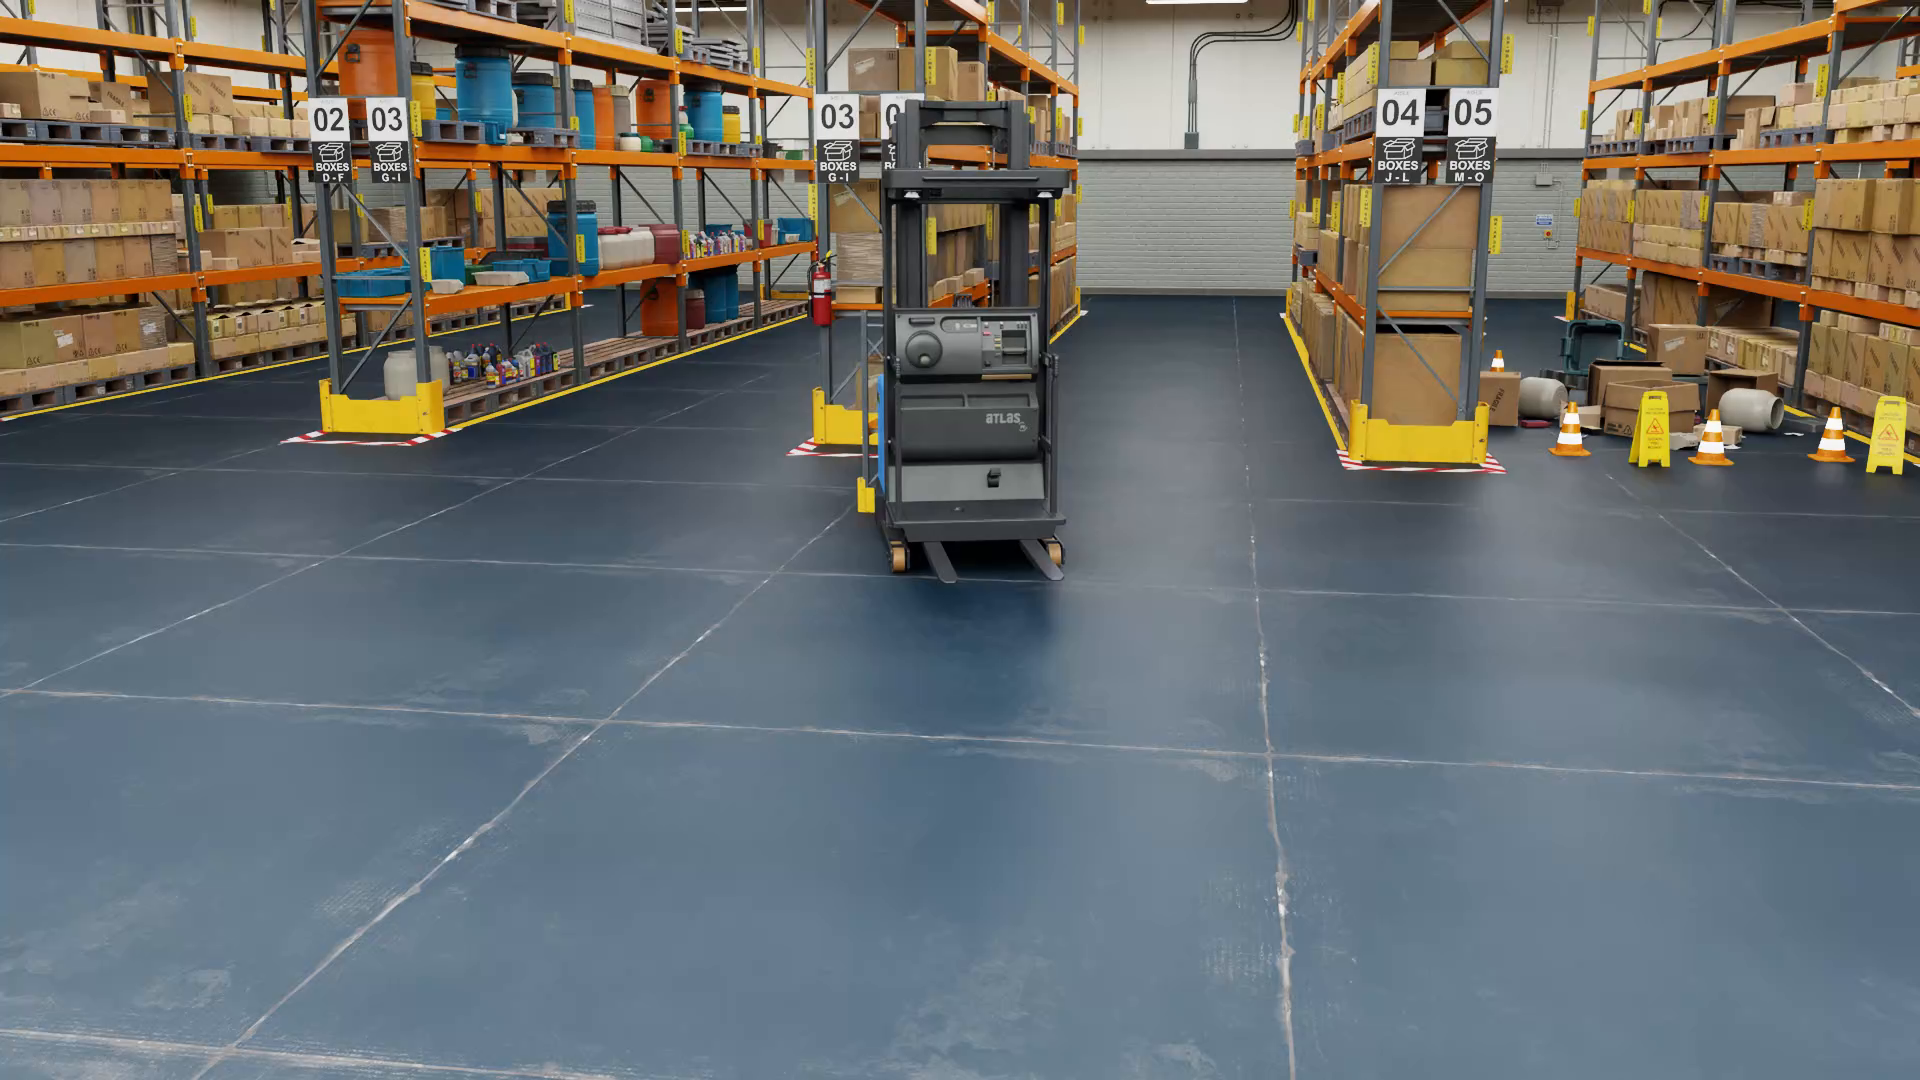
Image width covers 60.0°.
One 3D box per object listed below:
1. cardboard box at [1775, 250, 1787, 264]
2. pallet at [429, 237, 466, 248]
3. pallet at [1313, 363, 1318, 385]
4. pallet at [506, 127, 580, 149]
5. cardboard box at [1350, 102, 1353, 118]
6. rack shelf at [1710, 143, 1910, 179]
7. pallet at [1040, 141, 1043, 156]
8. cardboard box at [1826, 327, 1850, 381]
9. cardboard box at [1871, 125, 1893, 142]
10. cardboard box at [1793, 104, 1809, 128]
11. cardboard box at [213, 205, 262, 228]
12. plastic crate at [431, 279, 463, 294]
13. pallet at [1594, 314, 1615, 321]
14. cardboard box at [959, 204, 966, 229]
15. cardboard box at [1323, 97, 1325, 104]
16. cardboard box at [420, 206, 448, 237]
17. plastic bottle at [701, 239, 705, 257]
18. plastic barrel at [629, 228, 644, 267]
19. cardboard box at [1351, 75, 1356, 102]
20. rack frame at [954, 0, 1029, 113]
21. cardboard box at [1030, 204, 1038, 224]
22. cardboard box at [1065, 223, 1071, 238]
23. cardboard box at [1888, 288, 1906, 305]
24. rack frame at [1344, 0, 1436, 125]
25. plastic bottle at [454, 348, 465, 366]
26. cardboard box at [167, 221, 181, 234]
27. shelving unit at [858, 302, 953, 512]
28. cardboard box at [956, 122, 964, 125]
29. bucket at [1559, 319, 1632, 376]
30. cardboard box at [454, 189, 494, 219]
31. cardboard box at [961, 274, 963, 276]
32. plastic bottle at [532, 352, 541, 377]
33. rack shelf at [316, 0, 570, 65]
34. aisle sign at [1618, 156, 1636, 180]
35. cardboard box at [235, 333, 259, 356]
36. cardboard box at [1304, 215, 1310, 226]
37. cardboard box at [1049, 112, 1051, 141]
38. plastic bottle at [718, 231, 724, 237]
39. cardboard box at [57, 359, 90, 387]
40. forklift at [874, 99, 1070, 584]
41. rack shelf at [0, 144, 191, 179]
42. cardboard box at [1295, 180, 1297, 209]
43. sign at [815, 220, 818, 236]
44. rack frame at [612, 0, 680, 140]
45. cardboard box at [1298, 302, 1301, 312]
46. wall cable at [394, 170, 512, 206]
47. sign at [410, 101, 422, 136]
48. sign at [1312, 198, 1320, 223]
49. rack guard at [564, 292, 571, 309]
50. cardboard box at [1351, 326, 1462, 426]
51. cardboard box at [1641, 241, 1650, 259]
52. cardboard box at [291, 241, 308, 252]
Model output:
[{"bbox_3d":[9.471,-3.199,18.816,0.380,0.149,0.250,2,12,8],"label":"cardboard box"},{"bbox_3d":[-8.978,-4.943,27.764,1.003,0.211,1.213,2,12,9],"label":"pallet"},{"bbox_3d":[4.925,-2.085,20.667,1.003,0.211,1.213,2,12,9],"label":"pallet"},{"bbox_3d":[-5.098,-4.593,19.015,1.213,0.211,1.003,2,12,9],"label":"pallet"},{"bbox_3d":[4.149,-4.352,16.807,0.380,0.149,0.250,2,12,8],"label":"cardboard box"},{"bbox_3d":[9.910,-4.422,19.480,1.077,0.370,4.000,2,12,9],"label":"rack shelf"},{"bbox_3d":[0.641,-5.788,24.557,1.003,0.211,1.213,2,12,11],"label":"pallet"},{"bbox_3d":[9.174,-1.893,16.907,0.500,0.500,0.500,2,12,11],"label":"cardboard box"},{"bbox_3d":[9.027,-3.912,16.003,0.380,0.149,0.250,2,12,8],"label":"cardboard box"},{"bbox_3d":[9.632,-4.721,18.518,0.500,0.250,0.500,2,12,9],"label":"cardboard box"},{"bbox_3d":[-13.425,-5.770,30.434,0.980,0.700,0.700,2,12,7],"label":"cardboard box"},{"bbox_3d":[-5.243,-2.587,17.003,0.298,0.136,0.250,2,12,9],"label":"plastic crate"},{"bbox_3d":[11.212,-3.604,27.714,1.003,0.211,1.213,2,12,9],"label":"pallet"},{"bbox_3d":[-0.221,-3.481,17.207,0.500,0.500,0.500,2,12,9],"label":"cardboard box"},{"bbox_3d":[5.180,-5.952,22.819,0.396,0.266,0.258,2,12,9],"label":"cardboard box"},{"bbox_3d":[-9.041,-5.362,28.020,0.700,0.500,0.500,-2,12,-10],"label":"cardboard box"},{"bbox_3d":[-3.911,-4.417,25.176,0.097,0.271,0.097,0,12,0],"label":"plastic bottle"},{"bbox_3d":[-4.481,-3.951,22.442,0.421,0.512,0.421,0,12,0],"label":"plastic barrel"},{"bbox_3d":[4.191,-4.520,16.644,0.500,0.250,0.500,2,12,8],"label":"cardboard box"},{"bbox_3d":[0.425,-6.978,22.510,1.000,3.000,0.127,2,12,9],"label":"rack frame"},{"bbox_3d":[0.754,-5.011,25.008,0.797,0.503,0.637,2,12,10],"label":"cardboard box"},{"bbox_3d":[1.687,-5.461,29.365,0.500,0.250,0.500,1,12,7],"label":"cardboard box"},{"bbox_3d":[8.961,-2.289,15.591,0.380,0.149,0.250,2,12,8],"label":"cardboard box"},{"bbox_3d":[4.696,-5.963,17.803,1.000,3.000,0.127,2,12,9],"label":"rack frame"},{"bbox_3d":[-5.712,-2.010,18.946,0.144,0.351,0.185,2,12,8],"label":"plastic bottle"},{"bbox_3d":[-9.808,-3.836,20.398,0.380,0.149,0.250,2,12,9],"label":"cardboard box"},{"bbox_3d":[-0.367,-1.043,12.775,0.587,1.500,1.083,3,12,12],"label":"shelving unit"},{"bbox_3d":[-0.247,-4.184,17.022,0.500,0.250,0.500,2,12,10],"label":"cardboard box"},{"bbox_3d":[6.953,-2.070,18.142,0.726,0.611,0.620,7,4,28],"label":"bucket"},{"bbox_3d":[-8.397,-5.826,28.796,0.500,0.500,0.500,2,12,10],"label":"cardboard box"},{"bbox_3d":[-0.174,-2.777,17.853,0.380,0.149,0.250,2,12,9],"label":"cardboard box"},{"bbox_3d":[-4.911,-2.041,19.249,0.061,0.283,0.133,3,12,12],"label":"plastic bottle"},{"bbox_3d":[-5.391,-5.342,17.577,1.077,0.370,4.000,2,12,9],"label":"rack shelf"},{"bbox_3d":[11.765,-6.665,29.129,0.394,0.787,0.004,2,12,9],"label":"aisle sign"},{"bbox_3d":[-9.591,-2.577,21.863,0.500,0.250,0.500,2,12,10],"label":"cardboard box"},{"bbox_3d":[5.014,-4.460,23.256,0.380,0.149,0.250,2,12,10],"label":"cardboard box"},{"bbox_3d":[1.189,-6.924,27.908,0.700,0.500,0.500,3,12,12],"label":"cardboard box"},{"bbox_3d":[-3.842,-4.778,26.662,0.144,0.351,0.185,2,12,9],"label":"plastic bottle"},{"bbox_3d":[-10.140,-1.875,18.604,0.500,0.250,0.500,2,12,9],"label":"cardboard box"},{"bbox_3d":[0.073,-1.301,10.574,1.130,2.935,3.031,-1,12,-6],"label":"forklift"},{"bbox_3d":[-10.285,-4.232,18.599,1.077,0.370,4.000,2,12,9],"label":"rack shelf"},{"bbox_3d":[6.210,-6.127,29.485,0.500,0.500,0.500,2,12,8],"label":"cardboard box"},{"bbox_3d":[-2.692,-5.936,31.530,0.100,0.325,0.005,2,12,9],"label":"sign"},{"bbox_3d":[-4.469,-7.138,23.255,1.000,3.000,0.127,2,12,9],"label":"rack frame"},{"bbox_3d":[5.690,-3.785,27.003,0.380,0.149,0.250,1,12,6],"label":"cardboard box"},{"bbox_3d":[-11.804,-8.772,38.208,3.097,2.526,0.112,2,12,9],"label":"wall cable"},{"bbox_3d":[-5.156,-3.992,15.756,0.100,0.325,0.005,2,12,9],"label":"sign"},{"bbox_3d":[4.773,-4.406,22.258,0.100,0.325,0.005,2,12,9],"label":"sign"},{"bbox_3d":[-8.144,-4.794,32.553,1.175,0.500,0.348,2,12,9],"label":"rack guard"},{"bbox_3d":[4.120,-1.508,15.416,0.875,0.875,0.875,2,12,9],"label":"cardboard box"},{"bbox_3d":[10.426,-4.292,24.646,0.500,0.250,0.500,2,12,7],"label":"cardboard box"},{"bbox_3d":[-9.691,-4.143,23.810,0.500,0.311,0.500,2,12,8],"label":"cardboard box"}]
